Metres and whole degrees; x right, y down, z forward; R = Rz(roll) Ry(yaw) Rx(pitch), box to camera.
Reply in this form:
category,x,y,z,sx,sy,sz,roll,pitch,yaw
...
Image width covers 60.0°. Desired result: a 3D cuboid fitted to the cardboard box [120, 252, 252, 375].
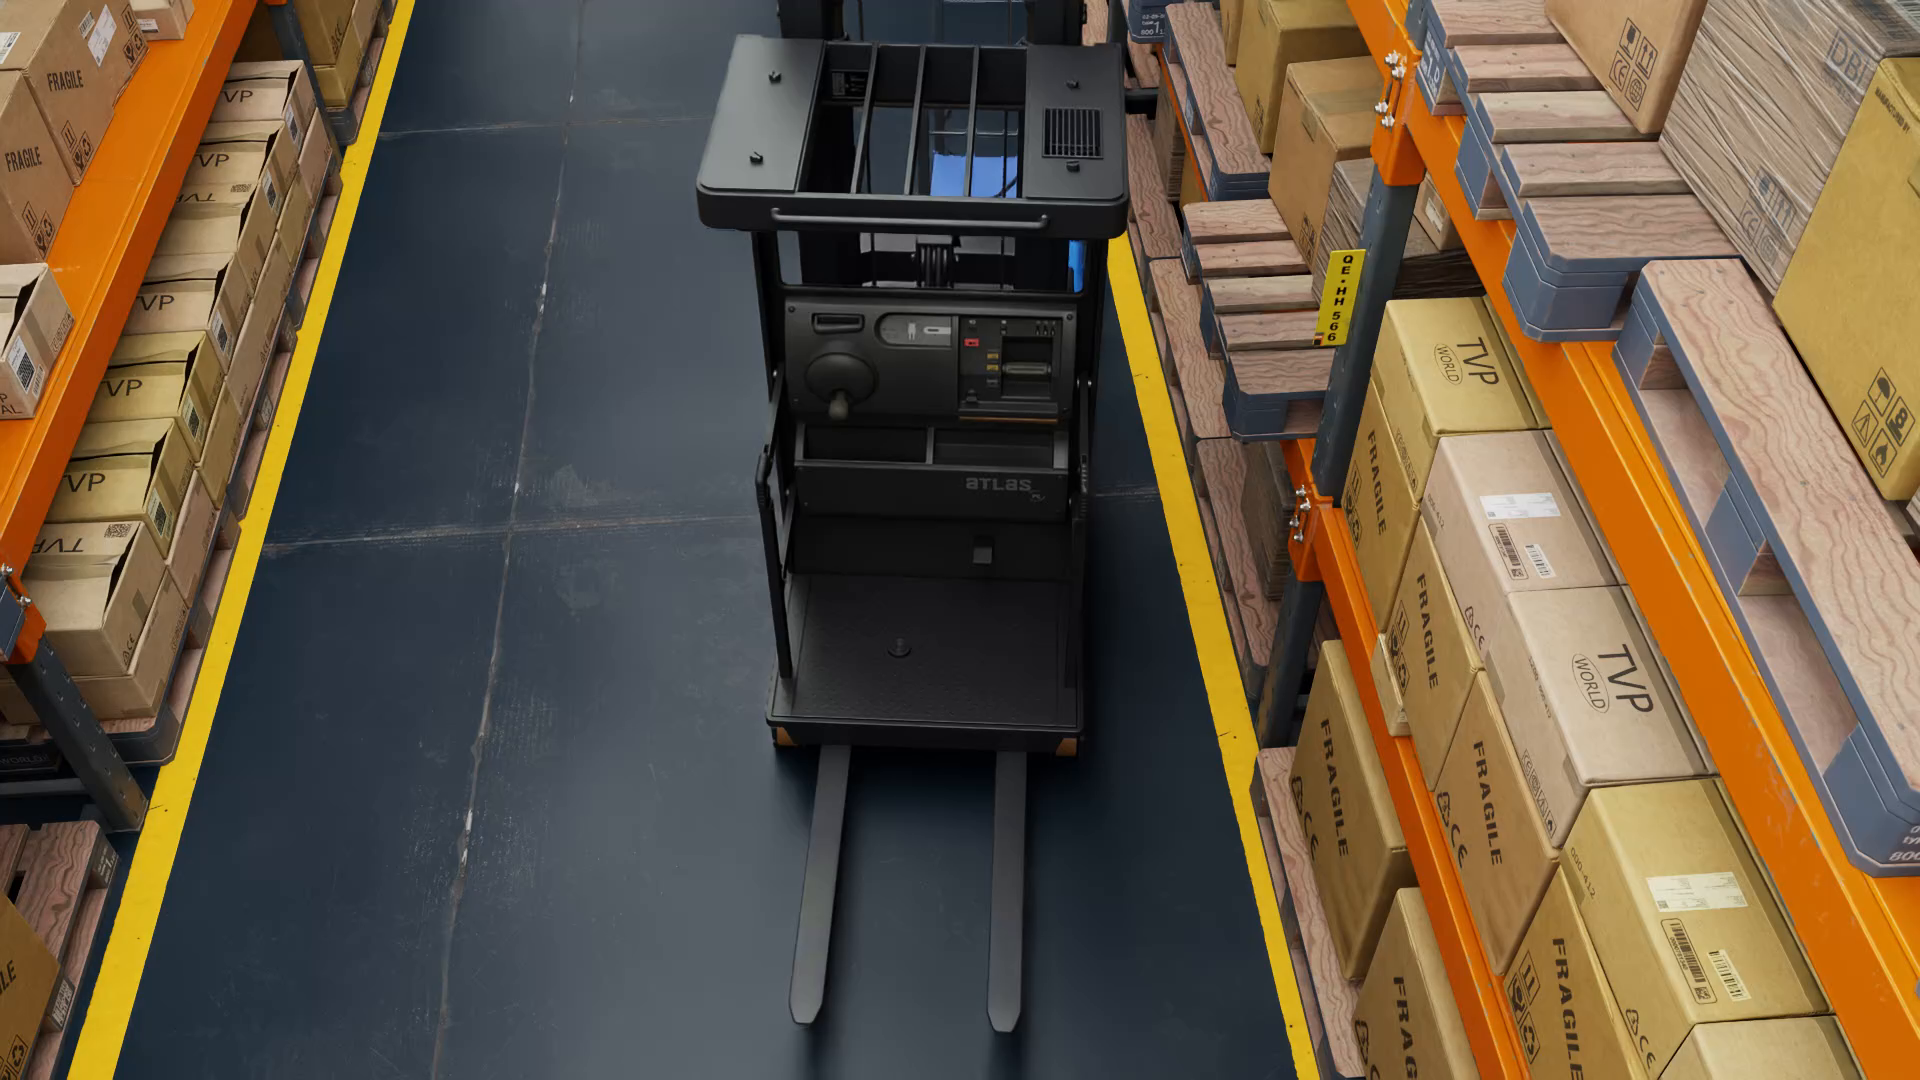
category,x,y,z,sx,sy,sz,roll,pitch,yaw
cardboard box,-3.240,-0.937,6.790,0.500,0.311,0.500,-4,47,-4

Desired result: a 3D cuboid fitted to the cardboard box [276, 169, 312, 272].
category,x,y,z,sx,sy,sz,roll,pitch,yaw
cardboard box,-3.323,-1.472,7.683,0.500,0.250,0.500,-4,47,-4

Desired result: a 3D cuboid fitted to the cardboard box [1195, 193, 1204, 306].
category,x,y,z,sx,sy,sz,roll,pitch,yaw
cardboard box,1.422,-1.243,7.280,0.700,0.500,0.500,-3,47,-3

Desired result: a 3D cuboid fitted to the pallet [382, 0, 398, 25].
category,x,y,z,sx,sy,sz,roll,pitch,yaw
pallet,-3.818,-3.425,9.849,1.003,0.211,1.213,-3,47,-3

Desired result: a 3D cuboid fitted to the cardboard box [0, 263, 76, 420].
category,x,y,z,sx,sy,sz,roll,pitch,yaw
cardboard box,-3.234,-0.656,5.367,0.500,0.311,0.500,-4,47,-4

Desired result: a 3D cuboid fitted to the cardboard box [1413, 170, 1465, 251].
category,x,y,z,sx,sy,sz,roll,pitch,yaw
cardboard box,1.525,-0.988,4.801,0.380,0.149,0.250,-9,47,-8

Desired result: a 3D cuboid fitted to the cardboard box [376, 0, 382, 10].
category,x,y,z,sx,sy,sz,roll,pitch,yaw
cardboard box,-3.498,-3.199,9.318,0.500,0.250,0.500,-3,47,-3

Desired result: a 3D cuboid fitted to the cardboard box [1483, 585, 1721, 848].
category,x,y,z,sx,sy,sz,roll,pitch,yaw
cardboard box,1.456,0.362,3.538,0.500,0.250,0.500,-3,47,-3

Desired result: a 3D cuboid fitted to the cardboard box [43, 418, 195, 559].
category,x,y,z,sx,sy,sz,roll,pitch,yaw
cardboard box,-3.156,-0.196,6.088,0.500,0.311,0.500,-5,47,-4

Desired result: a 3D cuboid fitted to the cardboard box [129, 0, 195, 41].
category,x,y,z,sx,sy,sz,roll,pitch,yaw
cardboard box,-3.431,-2.250,6.908,0.396,0.266,0.258,-5,47,-4

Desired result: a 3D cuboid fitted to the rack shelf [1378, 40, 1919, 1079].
category,x,y,z,sx,sy,sz,roll,pitch,yaw
rack shelf,1.751,0.332,2.800,1.077,0.370,4.000,-3,47,-3

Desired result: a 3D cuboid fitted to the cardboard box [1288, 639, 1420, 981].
category,x,y,z,sx,sy,sz,roll,pitch,yaw
cardboard box,1.514,0.803,5.114,0.750,0.750,0.750,-4,47,-4

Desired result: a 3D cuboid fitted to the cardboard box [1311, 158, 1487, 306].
category,x,y,z,sx,sy,sz,roll,pitch,yaw
cardboard box,1.534,-0.856,5.123,0.700,0.500,0.500,-8,47,-8

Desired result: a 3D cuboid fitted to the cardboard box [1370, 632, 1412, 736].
category,x,y,z,sx,sy,sz,roll,pitch,yaw
cardboard box,1.330,0.381,4.483,0.380,0.149,0.250,-2,47,-2

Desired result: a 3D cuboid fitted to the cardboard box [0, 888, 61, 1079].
category,x,y,z,sx,sy,sz,roll,pitch,yaw
cardboard box,-3.040,1.343,4.831,0.500,0.500,0.500,-2,47,-2

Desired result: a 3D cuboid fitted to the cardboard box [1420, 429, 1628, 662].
category,x,y,z,sx,sy,sz,roll,pitch,yaw
cardboard box,1.410,0.000,3.880,0.500,0.250,0.500,-4,47,-4

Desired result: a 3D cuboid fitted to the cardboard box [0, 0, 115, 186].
category,x,y,z,sx,sy,sz,roll,pitch,yaw
cardboard box,-3.553,-1.656,6.183,0.500,0.500,0.500,-3,47,-3

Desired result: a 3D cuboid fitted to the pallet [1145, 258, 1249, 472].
category,x,y,z,sx,sy,sz,roll,pitch,yaw
pallet,1.420,-0.819,7.380,1.003,0.211,1.213,-3,47,-3

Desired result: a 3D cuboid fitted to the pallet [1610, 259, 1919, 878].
category,x,y,z,sx,sy,sz,roll,pitch,yaw
pallet,1.787,-0.026,2.773,1.003,0.211,1.213,-2,47,-1

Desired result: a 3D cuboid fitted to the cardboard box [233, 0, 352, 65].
category,x,y,z,sx,sy,sz,roll,pitch,yaw
cardboard box,-3.414,-2.733,8.360,0.500,0.500,0.500,-3,47,-3

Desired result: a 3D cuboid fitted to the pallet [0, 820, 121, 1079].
category,x,y,z,sx,sy,sz,roll,pitch,yaw
pallet,-3.328,1.474,5.209,1.003,0.211,1.213,-3,47,-3

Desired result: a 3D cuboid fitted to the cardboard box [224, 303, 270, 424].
category,x,y,z,sx,sy,sz,roll,pitch,yaw
cardboard box,-3.239,-0.734,6.983,0.500,0.250,0.500,-3,47,-2

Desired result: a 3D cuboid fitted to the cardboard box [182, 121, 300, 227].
category,x,y,z,sx,sy,sz,roll,pitch,yaw
cardboard box,-3.318,-1.662,7.476,0.500,0.311,0.500,-2,47,-2

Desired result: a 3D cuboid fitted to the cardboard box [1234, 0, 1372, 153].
category,x,y,z,sx,sy,sz,roll,pitch,yaw
cardboard box,1.408,-1.757,5.976,0.700,0.500,0.500,-3,47,-3

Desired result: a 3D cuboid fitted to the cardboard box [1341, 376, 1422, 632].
category,x,y,z,sx,sy,sz,roll,pitch,yaw
cardboard box,1.369,-0.108,4.499,0.500,0.500,0.500,-2,47,-2

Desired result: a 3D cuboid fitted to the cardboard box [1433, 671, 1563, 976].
category,x,y,z,sx,sy,sz,roll,pitch,yaw
cardboard box,1.444,0.631,3.799,0.500,0.500,0.500,-4,47,-3

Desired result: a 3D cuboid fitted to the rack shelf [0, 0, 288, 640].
category,x,y,z,sx,sy,sz,roll,pitch,yaw
rack shelf,-3.520,-1.227,6.342,1.077,0.370,4.000,-3,47,-3

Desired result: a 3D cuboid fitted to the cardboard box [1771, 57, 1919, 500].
category,x,y,z,sx,sy,sz,roll,pitch,yaw
cardboard box,1.811,-0.420,2.644,0.700,0.500,0.500,-1,47,-1

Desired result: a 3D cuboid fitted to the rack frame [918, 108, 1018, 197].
category,x,y,z,sx,sy,sz,roll,pitch,yaw
rack frame,0.090,-1.088,6.748,0.500,1.500,0.032,2,47,2

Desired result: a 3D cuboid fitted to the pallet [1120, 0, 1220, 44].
category,x,y,z,sx,sy,sz,roll,pitch,yaw
pallet,1.168,-2.598,7.276,1.003,0.211,1.213,-3,47,-3

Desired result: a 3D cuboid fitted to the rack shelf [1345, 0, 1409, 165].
category,x,y,z,sx,sy,sz,roll,pitch,yaw
rack shelf,1.416,-2.562,5.540,1.077,0.370,4.000,-3,47,-3

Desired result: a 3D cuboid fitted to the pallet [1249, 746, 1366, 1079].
category,x,y,z,sx,sy,sz,roll,pitch,yaw
pallet,1.574,1.202,5.466,1.003,0.211,1.213,-3,47,-3

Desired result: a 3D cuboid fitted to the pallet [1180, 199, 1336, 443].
category,x,y,z,sx,sy,sz,roll,pitch,yaw
pallet,1.418,-0.775,5.550,1.213,0.211,1.003,-3,47,-3

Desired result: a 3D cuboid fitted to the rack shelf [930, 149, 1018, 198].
category,x,y,z,sx,sy,sz,roll,pitch,yaw
rack shelf,0.113,-1.333,7.228,0.538,0.185,1.000,2,47,2

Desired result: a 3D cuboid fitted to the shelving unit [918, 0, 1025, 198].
category,x,y,z,sx,sy,sz,roll,pitch,yaw
shelving unit,0.113,-1.457,7.097,0.538,1.500,1.048,2,47,2

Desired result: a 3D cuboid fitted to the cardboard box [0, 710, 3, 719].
category,x,y,z,sx,sy,sz,roll,pitch,yaw
cardboard box,-3.640,0.408,5.903,0.500,0.250,0.500,-2,47,-2

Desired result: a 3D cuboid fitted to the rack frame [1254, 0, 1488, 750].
category,x,y,z,sx,sy,sz,roll,pitch,yaw
rack frame,1.583,-0.331,4.998,1.000,3.000,0.127,-3,47,-3

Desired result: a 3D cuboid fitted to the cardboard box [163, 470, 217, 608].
category,x,y,z,sx,sy,sz,roll,pitch,yaw
cardboard box,-3.147,0.013,6.276,0.500,0.250,0.500,-5,47,-4

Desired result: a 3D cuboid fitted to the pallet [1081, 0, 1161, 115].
category,x,y,z,sx,sy,sz,roll,pitch,yaw
pallet,1.157,-2.750,9.209,1.003,0.211,1.213,-3,47,-3

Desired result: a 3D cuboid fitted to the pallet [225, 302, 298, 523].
category,x,y,z,sx,sy,sz,roll,pitch,yaw
pallet,-3.482,-0.547,7.123,1.003,0.211,1.213,-3,47,-3

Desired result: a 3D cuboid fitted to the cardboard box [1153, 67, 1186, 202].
category,x,y,z,sx,sy,sz,roll,pitch,yaw
cardboard box,1.327,-1.986,7.983,0.700,0.500,0.500,-2,47,-2

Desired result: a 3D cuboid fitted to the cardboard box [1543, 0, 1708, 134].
category,x,y,z,sx,sy,sz,roll,pitch,yaw
cardboard box,1.680,-1.208,3.390,0.700,0.500,0.500,-7,47,-6

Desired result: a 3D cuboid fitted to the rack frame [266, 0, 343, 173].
category,x,y,z,sx,sy,sz,roll,pitch,yaw
rack frame,-3.687,-2.922,7.451,1.000,3.000,0.127,-3,47,-3

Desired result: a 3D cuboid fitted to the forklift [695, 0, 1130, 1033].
category,x,y,z,sx,sy,sz,roll,pitch,yaw
forklift,-0.102,-0.474,5.180,1.130,2.935,3.031,2,47,2

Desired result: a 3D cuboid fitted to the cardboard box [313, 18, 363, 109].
category,x,y,z,sx,sy,sz,roll,pitch,yaw
cardboard box,-3.424,-2.474,8.632,0.500,0.250,0.500,-3,47,-3
